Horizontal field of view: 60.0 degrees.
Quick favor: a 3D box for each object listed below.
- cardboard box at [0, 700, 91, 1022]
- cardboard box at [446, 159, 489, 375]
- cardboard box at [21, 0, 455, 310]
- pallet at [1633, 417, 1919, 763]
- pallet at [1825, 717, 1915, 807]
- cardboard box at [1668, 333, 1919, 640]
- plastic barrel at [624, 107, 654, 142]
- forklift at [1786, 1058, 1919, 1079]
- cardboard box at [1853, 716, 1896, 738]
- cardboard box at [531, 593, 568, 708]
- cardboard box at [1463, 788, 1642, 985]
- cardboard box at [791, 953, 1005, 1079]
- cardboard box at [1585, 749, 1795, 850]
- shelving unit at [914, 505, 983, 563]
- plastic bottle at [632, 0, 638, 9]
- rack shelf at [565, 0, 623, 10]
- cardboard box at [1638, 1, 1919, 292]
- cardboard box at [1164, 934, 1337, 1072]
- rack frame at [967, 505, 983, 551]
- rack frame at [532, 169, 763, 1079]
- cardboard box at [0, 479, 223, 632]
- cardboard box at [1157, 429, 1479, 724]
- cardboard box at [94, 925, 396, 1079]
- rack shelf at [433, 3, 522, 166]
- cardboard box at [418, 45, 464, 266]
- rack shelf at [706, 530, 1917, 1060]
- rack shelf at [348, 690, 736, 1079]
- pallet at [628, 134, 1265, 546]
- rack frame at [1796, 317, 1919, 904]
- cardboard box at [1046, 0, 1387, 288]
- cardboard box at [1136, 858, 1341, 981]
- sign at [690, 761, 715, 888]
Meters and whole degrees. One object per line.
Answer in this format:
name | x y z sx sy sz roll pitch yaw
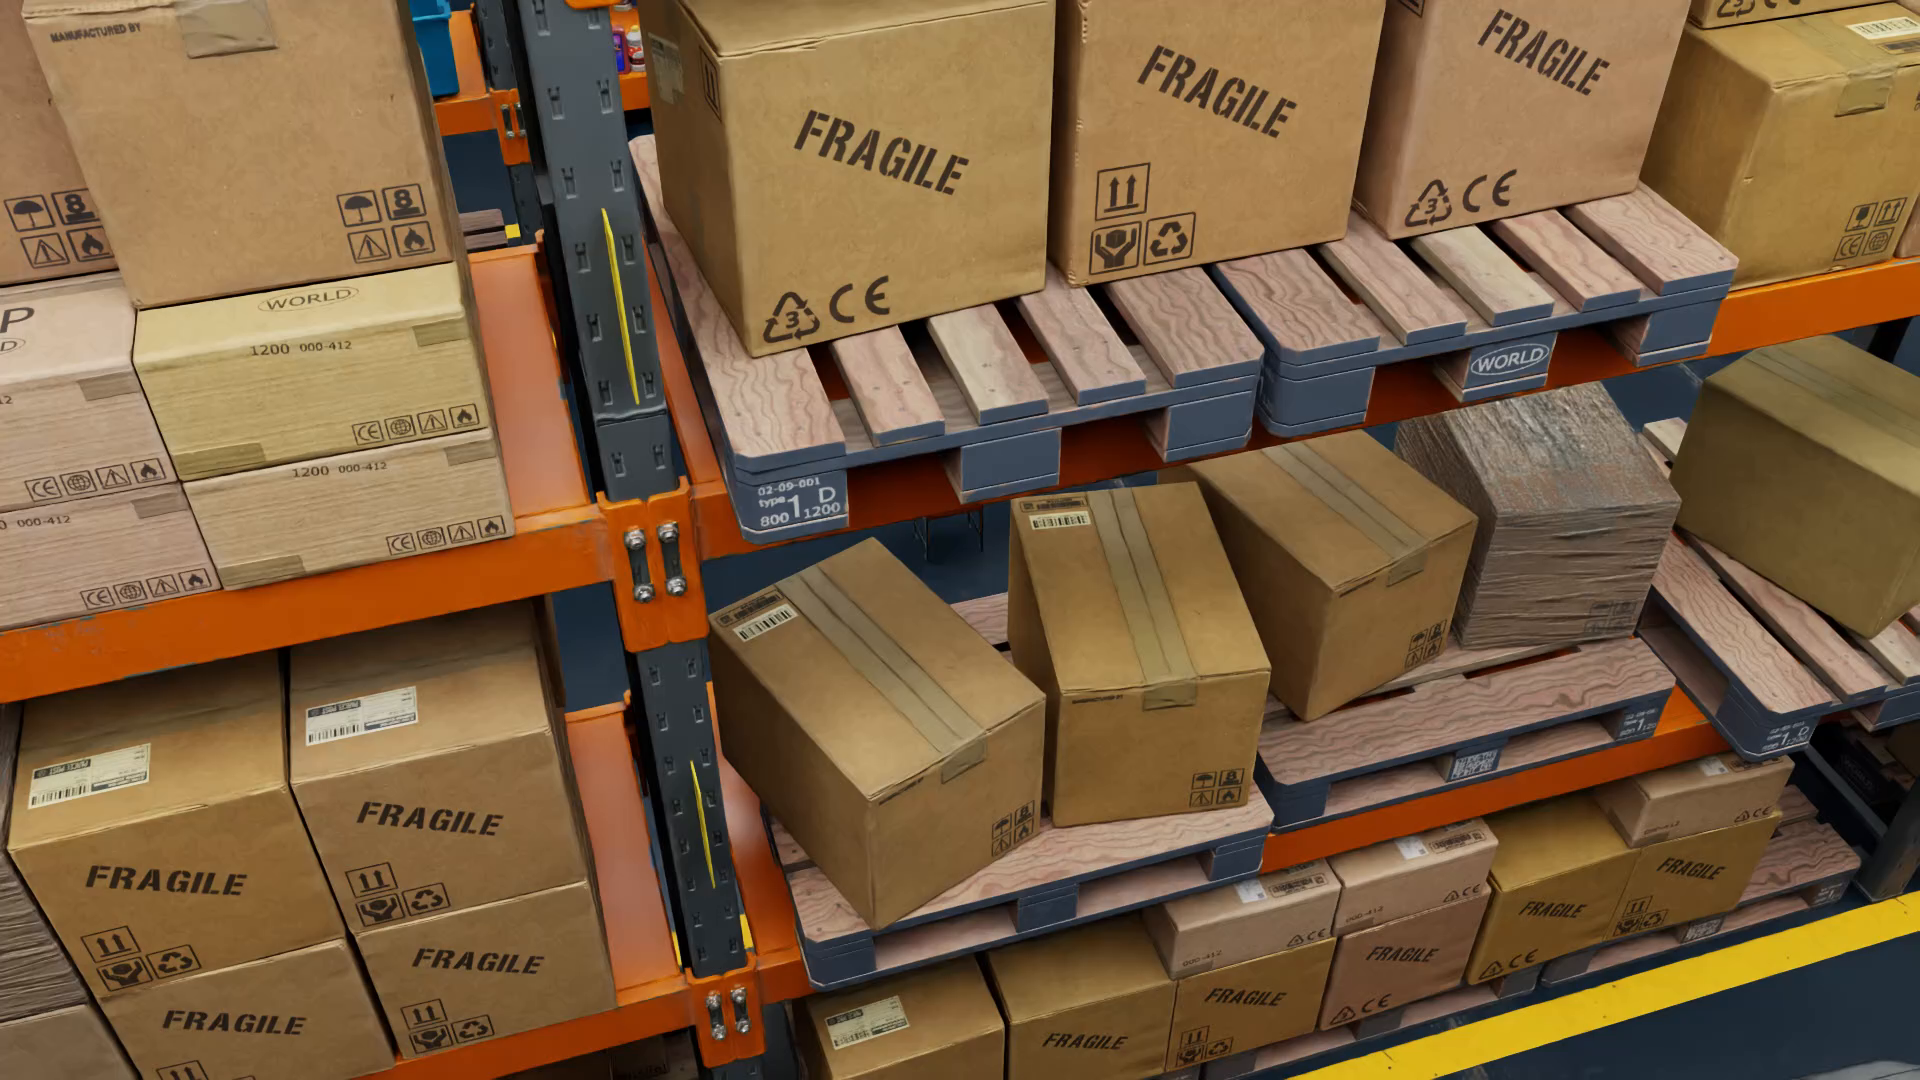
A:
cardboard box | -2.101 0.656 3.384 0.500 0.500 0.500 -11 42 -13
cardboard box | -1.266 -0.527 3.408 0.500 0.250 0.500 -12 42 -13
cardboard box | -1.180 -0.819 2.792 0.500 0.500 0.700 -12 42 -13
pallet | 2.462 0.065 5.042 1.003 0.211 1.213 -12 42 -13
pallet | 3.884 0.726 6.258 1.213 0.211 1.003 -12 42 -13
cardboard box | 2.521 -0.186 4.788 0.500 0.500 0.700 -26 48 -27
plastic barrel | -1.688 -1.969 8.500 0.708 0.901 0.600 -12 42 -13
forklift | 1.192 2.251 2.446 1.130 2.935 3.031 -9 42 -10
cardboard box | 3.516 0.435 6.243 0.500 0.250 0.500 -11 42 -12
cardboard box | -1.262 0.107 4.011 0.500 0.500 0.500 -11 42 -12
cardboard box | 1.772 1.024 5.363 0.500 0.500 0.500 -13 43 -15
cardboard box | -0.193 1.438 4.890 0.500 0.500 0.500 -14 43 -15
cardboard box | 2.213 0.654 5.218 0.500 0.250 0.500 -10 42 -11
shelving unit | -0.051 -0.385 6.892 0.252 1.050 0.215 -12 42 -13
plastic bottle | -1.585 -2.811 8.281 0.135 0.276 0.152 -12 42 -13
rack shelf | 1.180 -1.628 3.125 4.000 0.370 1.077 -12 42 -13
cardboard box | 1.699 -1.042 3.807 0.500 0.500 0.910 -12 42 -13
cardboard box | 0.791 1.231 5.126 0.500 0.500 0.500 -11 42 -13
rack frame | 0.065 -0.409 6.920 0.008 1.050 0.200 -12 42 -13
rack frame | -0.728 0.605 4.278 0.127 3.000 1.000 -12 42 -13
cardboard box | -1.592 -0.113 2.934 0.500 0.250 0.500 -12 42 -13
cardboard box | 0.939 0.021 4.551 0.500 0.500 0.700 -22 46 -24
cardboard box | -1.619 0.930 3.830 0.500 0.500 0.500 -11 42 -12
rack shelf | -4.120 -1.838 7.621 4.000 0.370 1.077 -12 42 -13
cardboard box | -1.266 -0.716 3.244 0.500 0.250 0.500 -12 42 -13
rack shelf | 1.180 0.481 4.967 4.000 0.370 1.077 -12 42 -13
rack shelf | -2.635 1.271 4.062 4.000 0.370 1.077 -12 42 -13
pallet | -0.085 -0.539 3.450 1.003 0.211 1.213 -12 42 -13
rack frame | 3.087 -0.186 5.183 0.127 3.000 1.000 -12 42 -13
cardboard box | 0.405 -0.958 3.315 0.600 0.600 0.600 -12 43 -14
cardboard box | 0.761 0.958 4.869 0.500 0.250 0.500 -12 42 -13
sign | -0.558 0.618 3.605 0.005 0.325 0.100 -12 42 -13
